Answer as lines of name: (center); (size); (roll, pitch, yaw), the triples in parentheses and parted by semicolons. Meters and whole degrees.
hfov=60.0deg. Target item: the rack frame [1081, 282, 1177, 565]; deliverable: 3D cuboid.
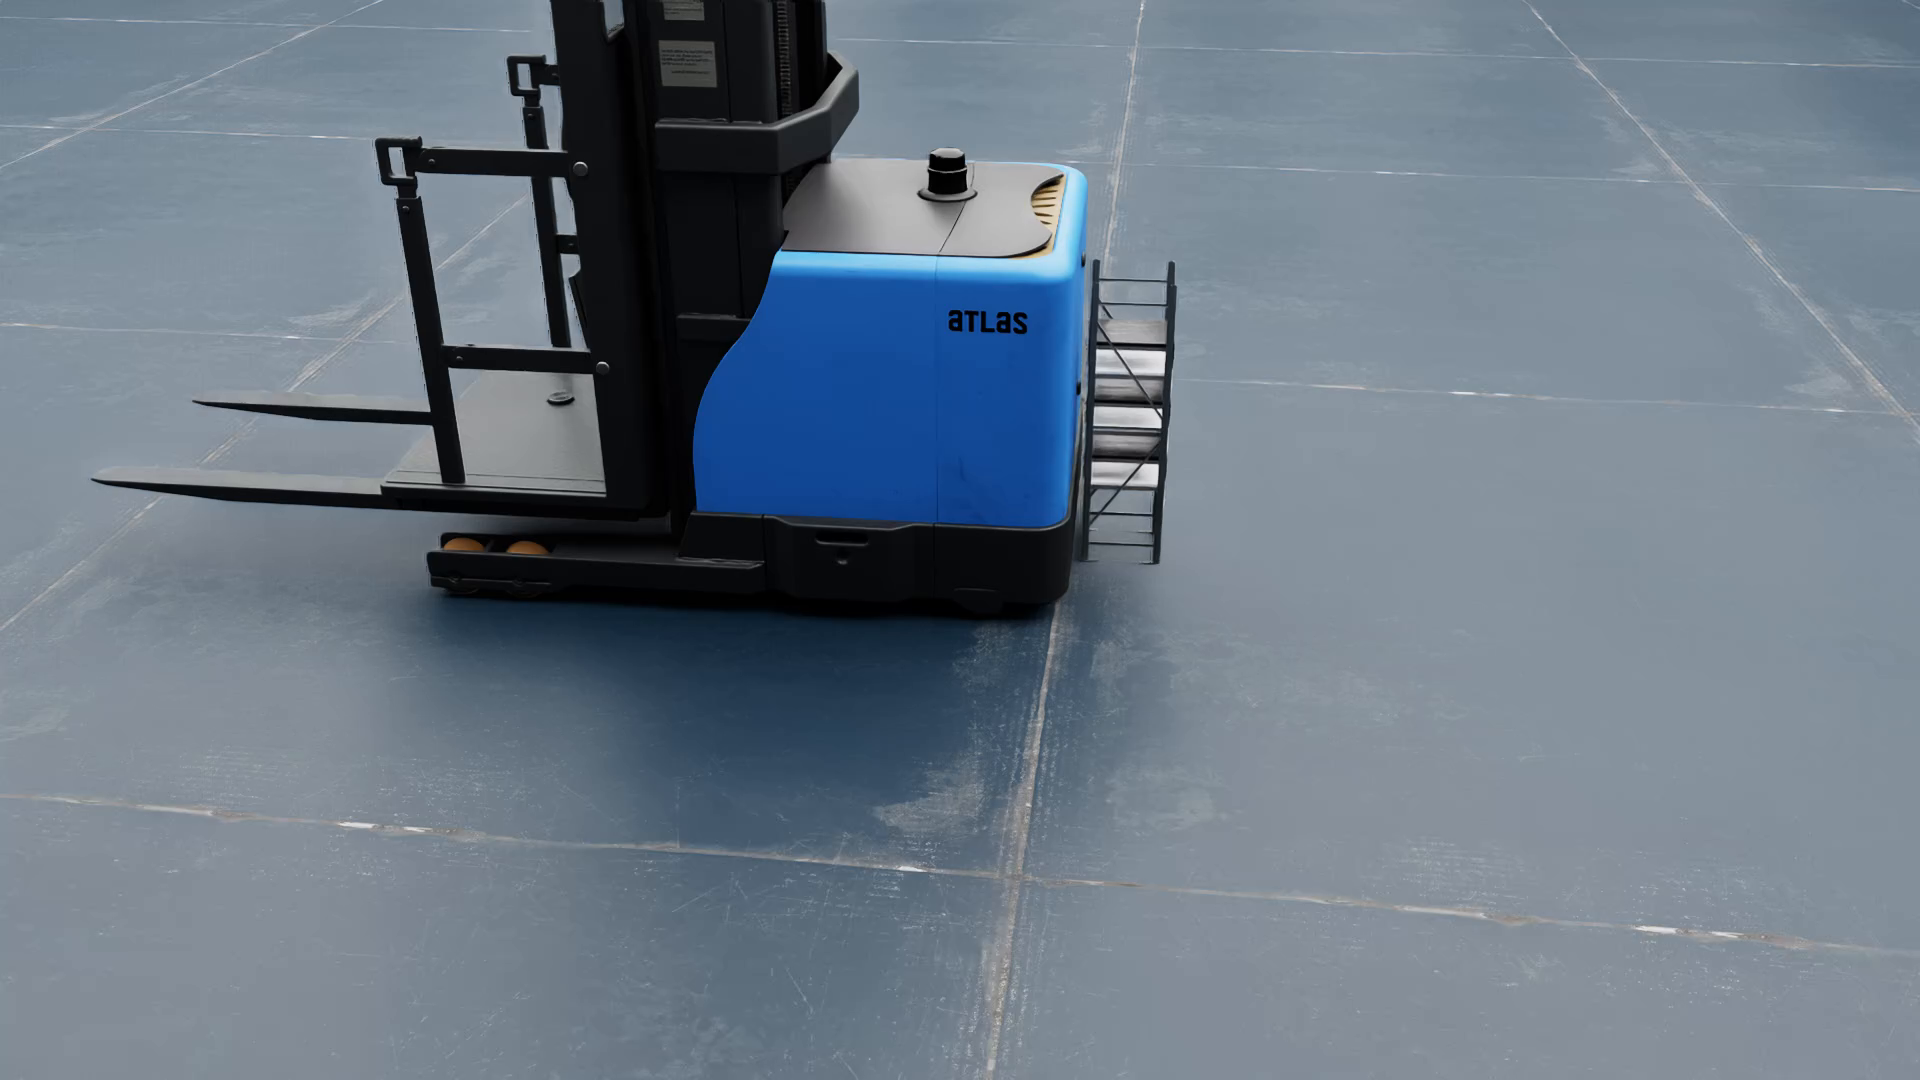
rack frame: (0.493, -0.327, 4.907); (0.240, 0.900, 0.006); (2, 28, 4)

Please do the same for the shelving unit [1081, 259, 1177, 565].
shelving unit: (0.501, -0.375, 4.996); (0.258, 0.900, 0.210); (2, 28, 4)

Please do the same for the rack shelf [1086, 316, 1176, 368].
rack shelf: (0.501, -0.583, 4.884); (0.258, 0.077, 0.200); (2, 28, 4)

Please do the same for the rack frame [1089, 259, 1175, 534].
rack frame: (0.510, -0.423, 5.086); (0.240, 0.900, 0.006); (2, 28, 4)

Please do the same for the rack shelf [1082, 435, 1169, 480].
rack shelf: (0.501, -0.266, 5.055); (0.258, 0.077, 0.200); (2, 28, 4)

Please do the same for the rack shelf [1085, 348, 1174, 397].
rack shelf: (0.501, -0.504, 4.927); (0.258, 0.077, 0.200); (2, 28, 4)

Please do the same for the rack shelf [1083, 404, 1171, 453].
rack shelf: (0.501, -0.345, 5.012); (0.258, 0.077, 0.200); (2, 28, 4)

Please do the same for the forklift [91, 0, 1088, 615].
forklift: (-1.146, -1.363, 4.689); (3.031, 2.935, 1.130); (3, 28, 5)

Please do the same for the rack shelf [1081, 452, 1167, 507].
rack shelf: (0.501, -0.187, 5.098); (0.258, 0.077, 0.200); (2, 28, 4)

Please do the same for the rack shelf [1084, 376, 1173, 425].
rack shelf: (0.501, -0.424, 4.970); (0.258, 0.077, 0.200); (2, 28, 4)
